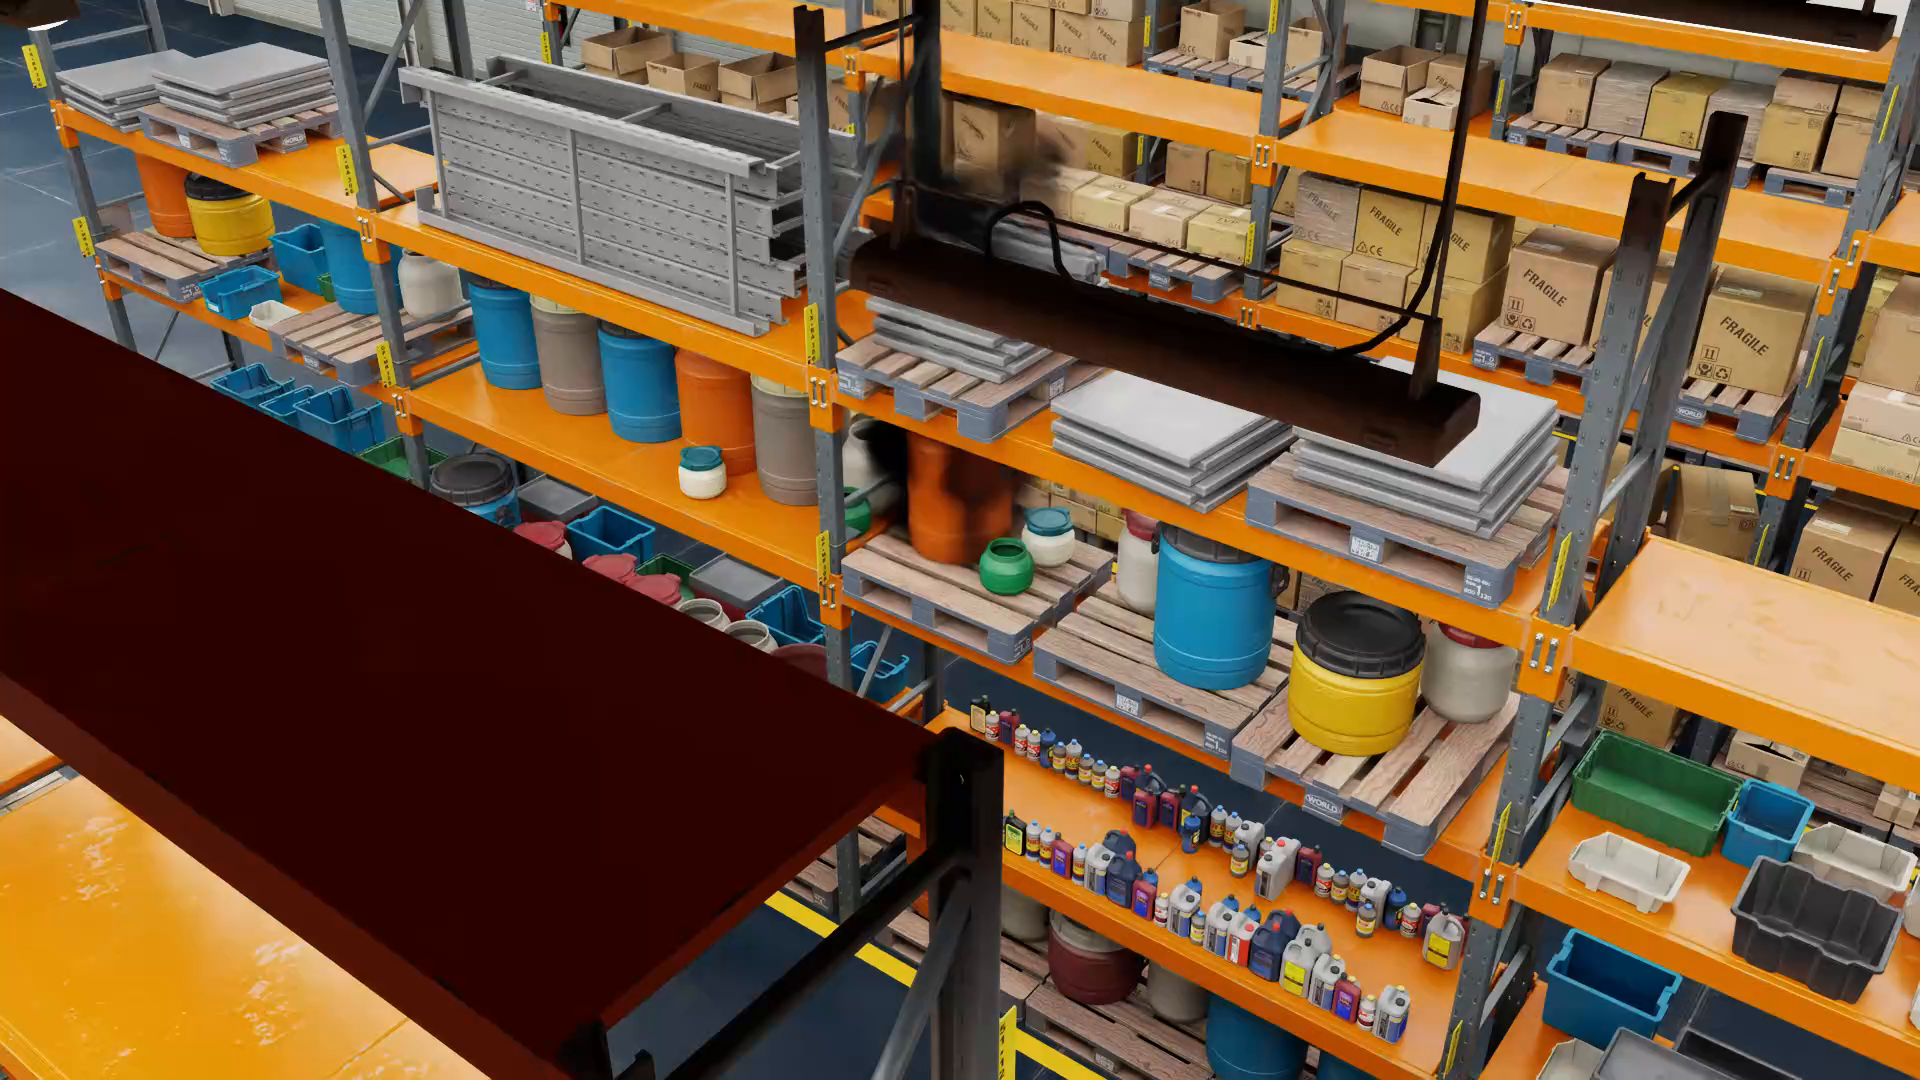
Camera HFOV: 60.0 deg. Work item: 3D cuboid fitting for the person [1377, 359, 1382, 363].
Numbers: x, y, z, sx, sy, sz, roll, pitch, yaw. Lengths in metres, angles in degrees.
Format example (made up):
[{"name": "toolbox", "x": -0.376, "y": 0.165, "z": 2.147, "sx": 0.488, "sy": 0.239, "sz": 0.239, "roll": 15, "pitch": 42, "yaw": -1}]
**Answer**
[{"name": "person", "x": 4.081, "y": -1.254, "z": 15.779, "sx": 0.556, "sy": 1.622, "sz": 0.569, "roll": 16, "pitch": 35, "yaw": 24}]
